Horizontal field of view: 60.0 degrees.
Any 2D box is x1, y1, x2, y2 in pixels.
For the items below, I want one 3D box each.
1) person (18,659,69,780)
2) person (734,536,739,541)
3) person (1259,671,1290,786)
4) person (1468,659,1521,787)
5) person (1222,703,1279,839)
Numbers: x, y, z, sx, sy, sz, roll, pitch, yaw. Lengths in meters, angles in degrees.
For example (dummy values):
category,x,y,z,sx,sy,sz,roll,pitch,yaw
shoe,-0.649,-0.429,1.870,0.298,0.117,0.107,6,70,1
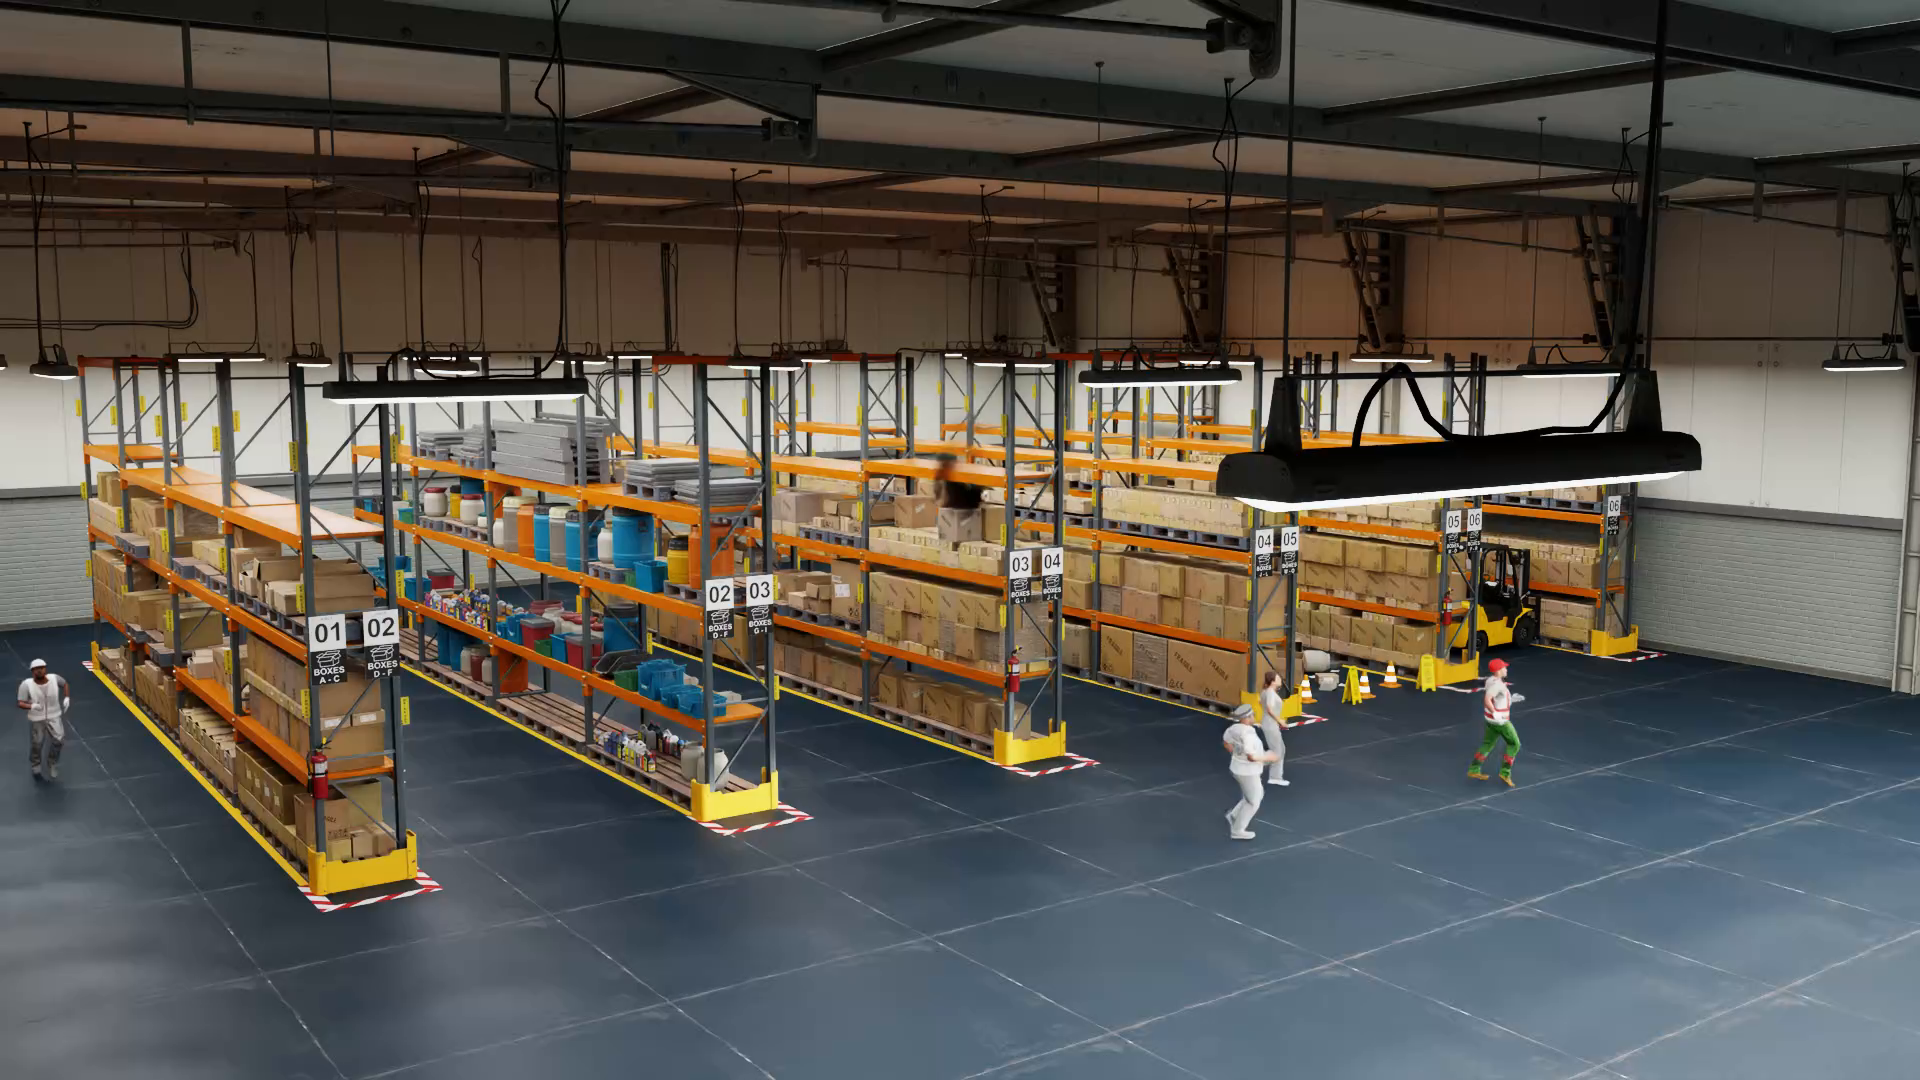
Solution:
category,x,y,z,sx,sy,sz,roll,pitch,yaw
person,-13.093,2.560,23.820,0.696,1.761,0.860,-5,9,-37
person,-5.691,0.604,40.917,0.722,1.587,0.697,-6,9,-42
person,4.356,2.673,23.612,0.685,1.643,0.589,0,7,0
person,7.578,2.594,23.570,0.678,1.841,0.628,0,7,-3
person,3.697,2.915,21.040,0.594,1.744,0.631,-1,7,-11
